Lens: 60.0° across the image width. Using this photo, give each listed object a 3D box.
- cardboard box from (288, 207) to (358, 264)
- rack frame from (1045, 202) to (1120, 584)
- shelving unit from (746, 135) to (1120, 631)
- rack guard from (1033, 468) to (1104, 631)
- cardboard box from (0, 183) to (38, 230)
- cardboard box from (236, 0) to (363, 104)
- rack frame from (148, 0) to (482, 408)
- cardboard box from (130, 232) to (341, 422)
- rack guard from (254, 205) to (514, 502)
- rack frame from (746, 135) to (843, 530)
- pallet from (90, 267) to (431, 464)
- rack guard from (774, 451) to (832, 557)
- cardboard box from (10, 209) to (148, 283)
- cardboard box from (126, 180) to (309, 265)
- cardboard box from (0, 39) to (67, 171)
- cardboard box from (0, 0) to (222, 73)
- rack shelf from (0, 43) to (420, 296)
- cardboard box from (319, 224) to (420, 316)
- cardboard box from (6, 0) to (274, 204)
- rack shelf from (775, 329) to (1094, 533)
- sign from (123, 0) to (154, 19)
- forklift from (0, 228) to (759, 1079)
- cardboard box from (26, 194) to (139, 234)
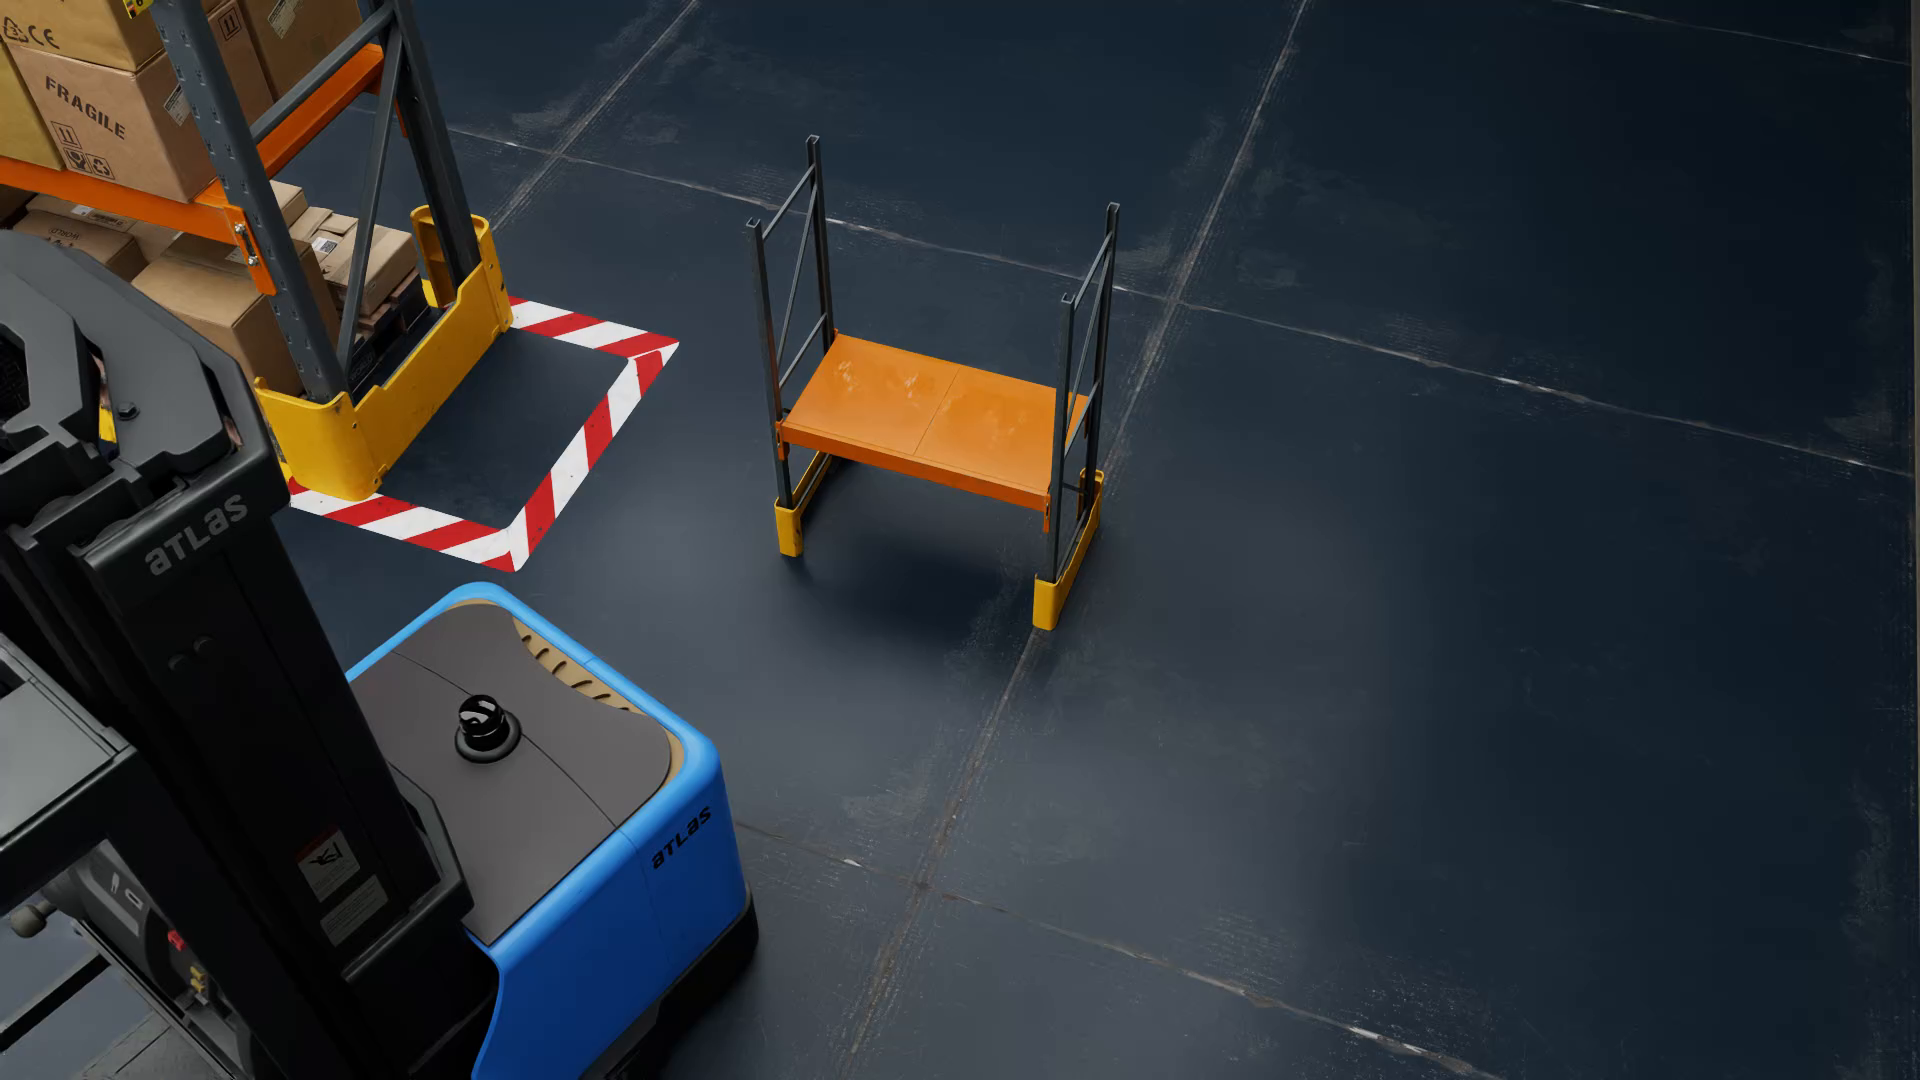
[{"bbox_3d":[-2.677,-1.189,6.879,0.250,0.166,0.380,16,51,13],"label":"cardboard box"},{"bbox_3d":[0.397,-0.380,5.587,0.032,1.500,0.500,16,51,13],"label":"rack frame"},{"bbox_3d":[-0.072,-0.511,5.701,1.083,1.500,0.587,16,51,13],"label":"shelving unit"},{"bbox_3d":[0.396,0.029,6.060,0.087,0.250,0.587,16,51,13],"label":"rack guard"},{"bbox_3d":[-4.157,-1.440,6.874,0.637,0.503,0.797,16,51,13],"label":"cardboard box"},{"bbox_3d":[-2.493,-1.890,5.837,0.500,0.500,0.500,17,51,14],"label":"cardboard box"},{"bbox_3d":[-2.169,-1.554,5.612,0.127,3.000,1.000,16,51,13],"label":"rack frame"},{"bbox_3d":[-2.764,-0.847,6.362,0.500,0.500,0.500,16,51,13],"label":"cardboard box"},{"bbox_3d":[-2.240,-0.755,6.574,0.348,0.500,1.175,16,51,13],"label":"rack guard"},{"bbox_3d":[-0.557,-0.647,5.818,0.032,1.500,0.500,16,51,13],"label":"rack frame"},{"bbox_3d":[-2.988,-0.869,6.863,1.213,0.211,1.003,16,51,13],"label":"pallet"},{"bbox_3d":[-0.539,-0.232,6.286,0.087,0.250,0.587,16,51,13],"label":"rack guard"},{"bbox_3d":[-3.645,-1.035,6.691,0.500,0.250,0.500,16,51,13],"label":"cardboard box"},{"bbox_3d":[-3.049,-1.272,6.896,0.500,0.250,0.500,16,51,13],"label":"cardboard box"},{"bbox_3d":[-3.171,-1.645,5.624,0.500,0.500,0.500,16,51,13],"label":"cardboard box"},{"bbox_3d":[-2.681,-1.836,5.128,0.500,0.500,0.500,15,51,13],"label":"cardboard box"},{"bbox_3d":[-4.045,-1.842,6.338,4.000,0.370,1.077,16,51,13],"label":"rack shelf"},{"bbox_3d":[-2.442,-1.118,6.829,0.250,0.149,0.380,16,51,13],"label":"cardboard box"},{"bbox_3d":[-2.683,-1.511,5.509,0.500,0.500,0.500,17,51,14],"label":"cardboard box"},{"bbox_3d":[-0.080,-0.396,5.839,1.000,0.185,0.538,16,51,13],"label":"rack shelf"},{"bbox_3d":[-2.380,-1.649,4.719,0.005,0.325,0.100,16,51,13],"label":"sign"},{"bbox_3d":[-1.932,0.933,3.502,1.130,2.935,3.031,31,56,24],"label":"forklift"},{"bbox_3d":[-3.518,-1.403,7.009,0.500,0.250,0.500,16,51,13],"label":"cardboard box"}]
